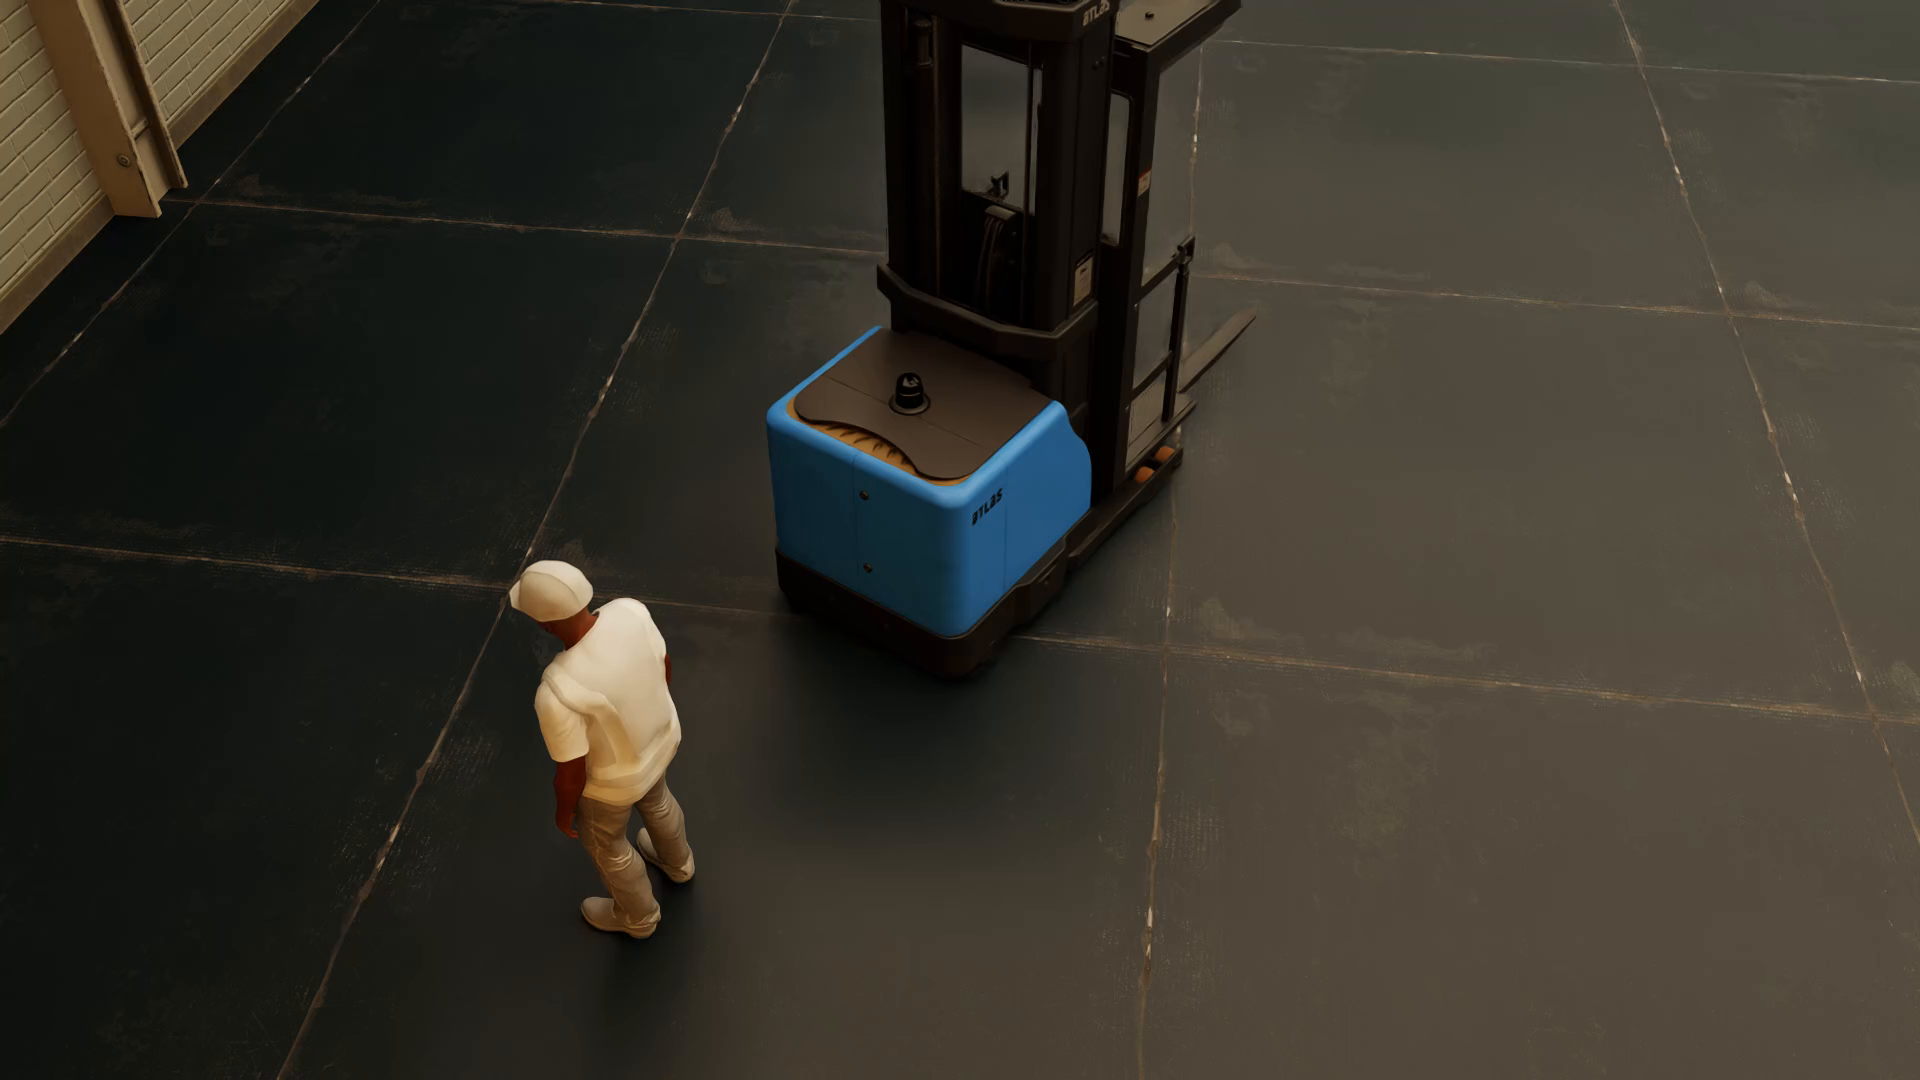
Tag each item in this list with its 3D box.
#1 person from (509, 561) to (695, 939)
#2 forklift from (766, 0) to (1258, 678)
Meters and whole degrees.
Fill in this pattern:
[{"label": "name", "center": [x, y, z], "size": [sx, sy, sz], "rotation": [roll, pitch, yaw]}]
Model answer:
[{"label": "person", "center": [-1.218, 0.736, 5.793], "size": [0.464, 1.759, 0.626], "rotation": [19, 46, 20]}, {"label": "forklift", "center": [0.442, -1.445, 7.297], "size": [1.130, 2.935, 3.031], "rotation": [26, 48, 25]}]
